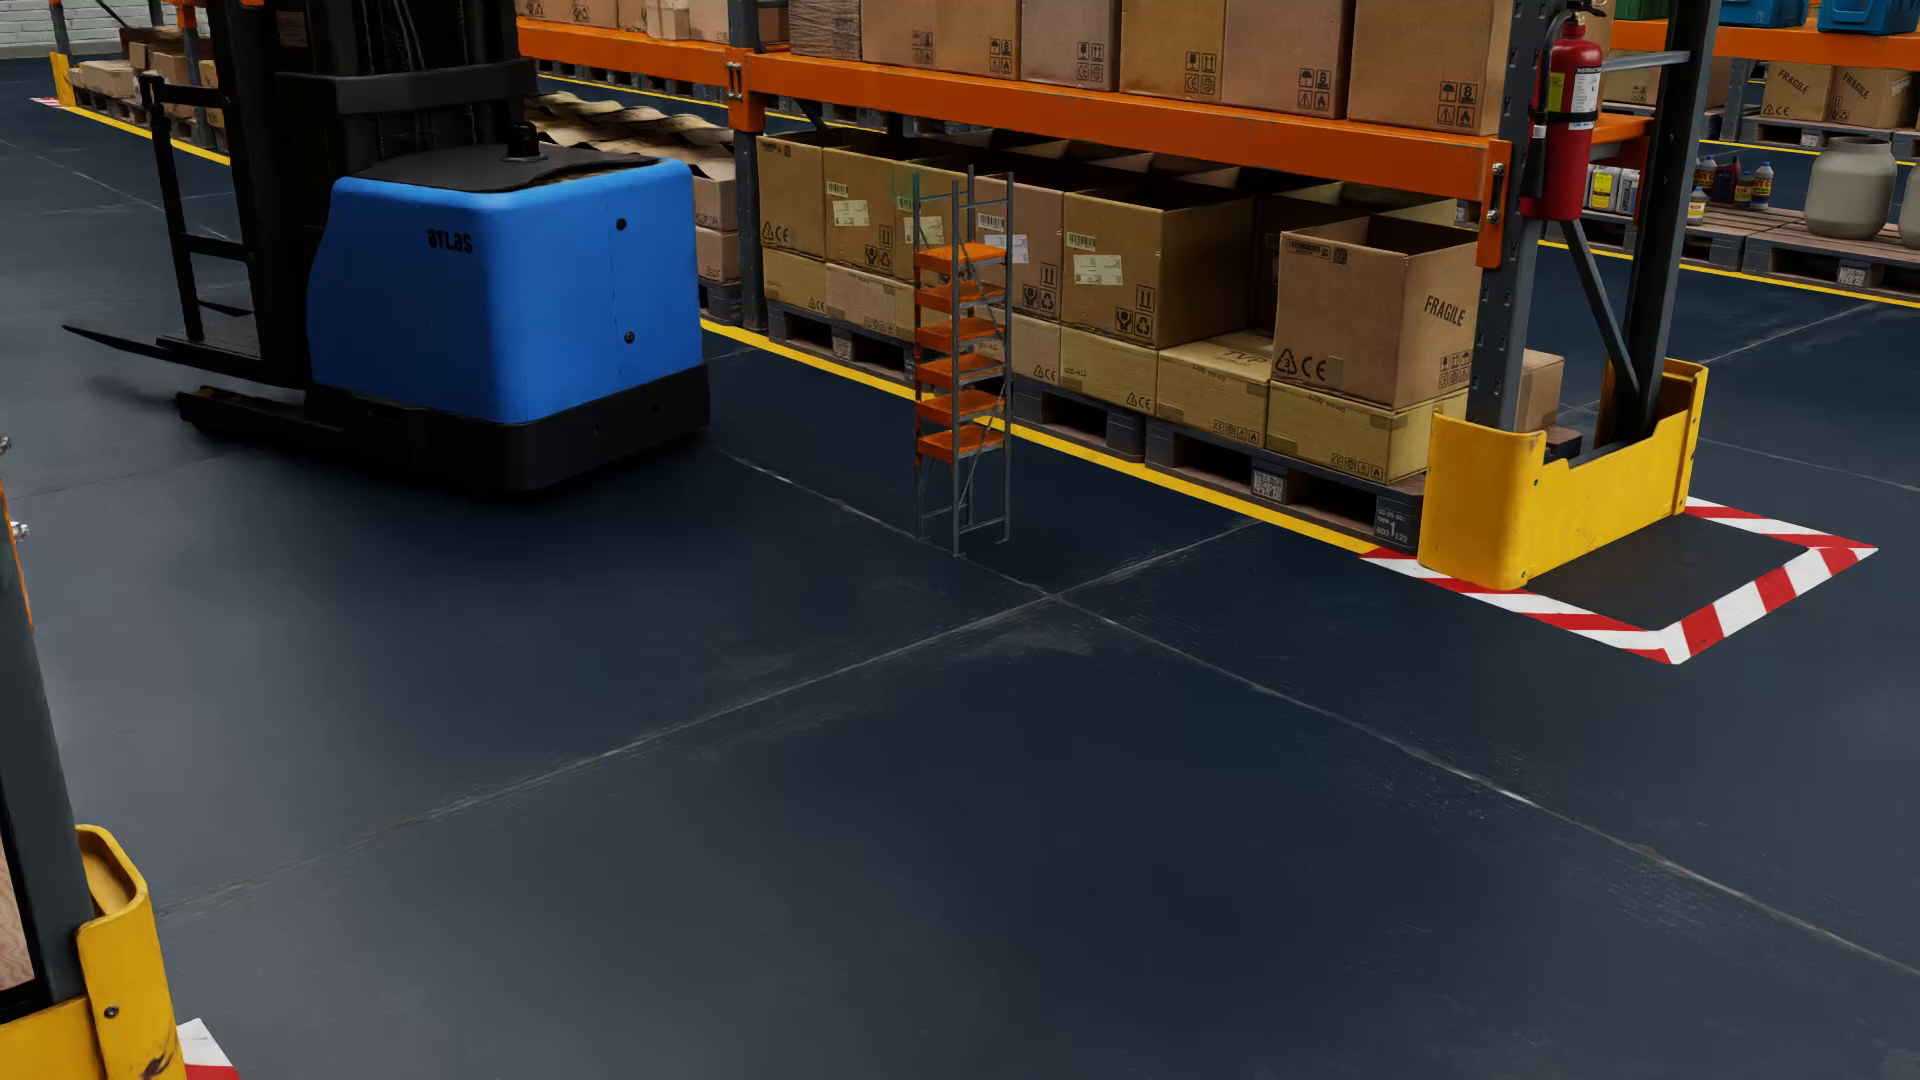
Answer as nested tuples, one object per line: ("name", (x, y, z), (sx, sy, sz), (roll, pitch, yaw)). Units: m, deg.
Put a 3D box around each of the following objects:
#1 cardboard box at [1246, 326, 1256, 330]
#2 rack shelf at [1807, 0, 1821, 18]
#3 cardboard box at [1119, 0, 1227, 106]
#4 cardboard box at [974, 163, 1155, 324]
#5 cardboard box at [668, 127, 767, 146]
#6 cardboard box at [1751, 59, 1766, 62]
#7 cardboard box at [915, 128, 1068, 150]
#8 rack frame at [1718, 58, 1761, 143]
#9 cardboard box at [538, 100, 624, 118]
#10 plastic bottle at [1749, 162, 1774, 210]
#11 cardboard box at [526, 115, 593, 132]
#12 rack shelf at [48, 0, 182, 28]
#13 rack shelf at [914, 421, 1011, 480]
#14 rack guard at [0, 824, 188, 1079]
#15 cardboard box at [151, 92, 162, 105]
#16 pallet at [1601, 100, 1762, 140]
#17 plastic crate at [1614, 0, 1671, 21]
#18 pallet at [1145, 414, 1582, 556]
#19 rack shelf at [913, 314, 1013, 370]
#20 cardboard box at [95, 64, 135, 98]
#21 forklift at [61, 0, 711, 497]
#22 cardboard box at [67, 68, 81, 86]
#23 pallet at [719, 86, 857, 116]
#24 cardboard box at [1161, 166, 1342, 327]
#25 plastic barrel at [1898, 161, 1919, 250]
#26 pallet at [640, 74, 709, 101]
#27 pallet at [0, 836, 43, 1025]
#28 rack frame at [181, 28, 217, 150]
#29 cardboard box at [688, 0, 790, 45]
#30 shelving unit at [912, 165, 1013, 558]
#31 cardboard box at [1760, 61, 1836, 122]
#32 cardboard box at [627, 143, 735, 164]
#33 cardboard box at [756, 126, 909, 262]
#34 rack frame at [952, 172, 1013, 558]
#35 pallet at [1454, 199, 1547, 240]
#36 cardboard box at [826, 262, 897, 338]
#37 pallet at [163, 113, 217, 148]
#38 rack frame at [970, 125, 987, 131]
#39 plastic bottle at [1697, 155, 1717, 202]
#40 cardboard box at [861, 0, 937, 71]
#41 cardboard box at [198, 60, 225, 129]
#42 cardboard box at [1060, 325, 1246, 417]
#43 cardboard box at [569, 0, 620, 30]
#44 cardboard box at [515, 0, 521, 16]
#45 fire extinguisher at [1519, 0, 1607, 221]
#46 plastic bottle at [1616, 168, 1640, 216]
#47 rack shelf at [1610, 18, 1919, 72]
("cardboard box", (1.132, -0.816, 6.648), (0.500, 0.250, 0.500), (-17, 27, -37))
("rack shelf", (8.171, -3.999, 12.567), (1.077, 0.370, 4.000), (-17, 27, -37))
("cardboard box", (1.008, -1.885, 6.046), (0.700, 0.500, 0.500), (-17, 27, -37))
("cardboard box", (0.404, -1.177, 6.542), (0.500, 0.500, 0.500), (-17, 27, -37))
("cardboard box", (-1.384, -2.161, 9.314), (0.500, 0.311, 0.500), (-19, 28, -39))
("cardboard box", (8.980, -5.862, 18.846), (1.050, 0.750, 0.750), (-17, 27, -37))
("cardboard box", (0.144, -1.576, 7.562), (0.500, 0.500, 0.500), (-17, 27, -37))
("rack frame", (6.865, -4.886, 13.846), (1.000, 3.000, 0.127), (-17, 27, -37))
("cardboard box", (-2.380, -2.582, 10.390), (0.500, 0.311, 0.500), (-18, 28, -38))
("plastic bottle", (4.777, -2.112, 9.900), (0.097, 0.271, 0.097), (0, 21, 0))
("cardboard box", (-2.453, -2.311, 9.698), (0.500, 0.311, 0.500), (-18, 28, -39))
("rack shelf", (-7.169, -4.957, 15.013), (1.077, 0.370, 4.000), (-17, 27, -37))
("rack shelf", (0.009, -0.290, 5.359), (0.258, 0.103, 0.180), (-17, 27, -37))
("rack guard", (-1.831, 0.899, 2.502), (1.175, 0.500, 0.348), (-17, 27, -37))
("cardboard box", (-6.741, -3.796, 14.368), (0.380, 0.149, 0.250), (-17, 27, -37))
("pallet", (6.356, -3.803, 14.903), (1.003, 0.211, 1.213), (-17, 27, -37))
("plastic crate", (3.785, -3.166, 9.745), (0.450, 0.188, 0.662), (-17, 27, -37))
("pallet", (1.438, -0.327, 6.029), (1.003, 0.211, 1.213), (-17, 27, -37))
("rack shelf", (0.009, -0.625, 5.227), (0.258, 0.103, 0.180), (-17, 27, -37))
("cardboard box", (-7.682, -4.275, 15.453), (0.500, 0.250, 0.500), (-17, 27, -37))
("forklift", (-2.486, -1.906, 6.331), (3.031, 2.935, 1.130), (13, 25, 30))
("cardboard box", (-8.462, -4.524, 16.228), (0.380, 0.149, 0.250), (-17, 27, -37))
("pallet", (-1.637, -4.396, 16.418), (1.003, 0.211, 1.213), (-17, 27, -37))
("cardboard box", (1.124, -1.162, 6.504), (0.500, 0.500, 0.500), (-17, 27, -37))
("plastic barrel", (5.237, -1.803, 8.809), (0.421, 0.512, 0.421), (0, 21, 0))
("pallet", (-2.618, -4.813, 17.483), (1.003, 0.211, 1.213), (-17, 27, -37))
("pallet", (-2.334, 0.801, 3.150), (1.003, 0.211, 1.213), (-17, 27, -37))
("rack frame", (-5.864, -4.739, 13.471), (1.000, 3.000, 0.127), (-17, 27, -37))
("cardboard box", (-0.996, -2.585, 8.176), (0.500, 0.250, 0.500), (-15, 26, -34))
("shelving unit", (0.009, -0.555, 5.255), (0.258, 1.200, 0.189), (-17, 27, -37))
("cardboard box", (7.096, -3.798, 13.919), (0.500, 0.500, 0.500), (-18, 28, -39))
("cardboard box", (-1.468, -1.891, 8.625), (0.500, 0.311, 0.500), (-17, 27, -36))
("cardboard box", (-0.576, -1.591, 7.599), (0.500, 0.500, 0.500), (-17, 27, -37))
("rack frame", (0.069, -0.529, 5.190), (0.240, 1.200, 0.006), (-17, 27, -37))
("pallet", (3.520, -2.213, 10.845), (1.003, 0.211, 1.213), (-17, 27, -37))
("cardboard box", (-0.246, -1.105, 7.386), (0.500, 0.250, 0.500), (-17, 27, -37))
("pallet", (-6.311, -3.631, 14.465), (1.003, 0.211, 1.213), (-17, 27, -37))
("rack frame", (0.502, -4.812, 13.657), (1.000, 3.000, 0.127), (-17, 27, -37))
("plastic bottle", (4.553, -2.206, 10.142), (0.097, 0.271, 0.097), (0, 21, 0))
("cardboard box", (0.002, -2.310, 7.132), (0.700, 0.500, 0.500), (-18, 28, -38))
("cardboard box", (-5.733, -3.589, 13.357), (0.500, 0.500, 0.500), (-19, 28, -40))
("cardboard box", (0.732, -0.690, 6.327), (0.500, 0.250, 0.500), (-17, 27, -37))
("cardboard box", (-1.802, -3.076, 9.086), (0.500, 0.500, 0.500), (-17, 27, -37))
("cardboard box", (-2.816, -3.299, 9.917), (0.500, 0.311, 0.500), (-18, 28, -38))
("fire extinguisher", (1.694, -1.245, 4.655), (0.296, 0.674, 0.183), (-17, 27, -37))
("plastic bottle", (3.959, -2.056, 9.752), (0.152, 0.276, 0.135), (-18, 28, -39))
("rack shelf", (4.419, -2.820, 9.556), (1.077, 0.370, 4.000), (-17, 27, -37))
